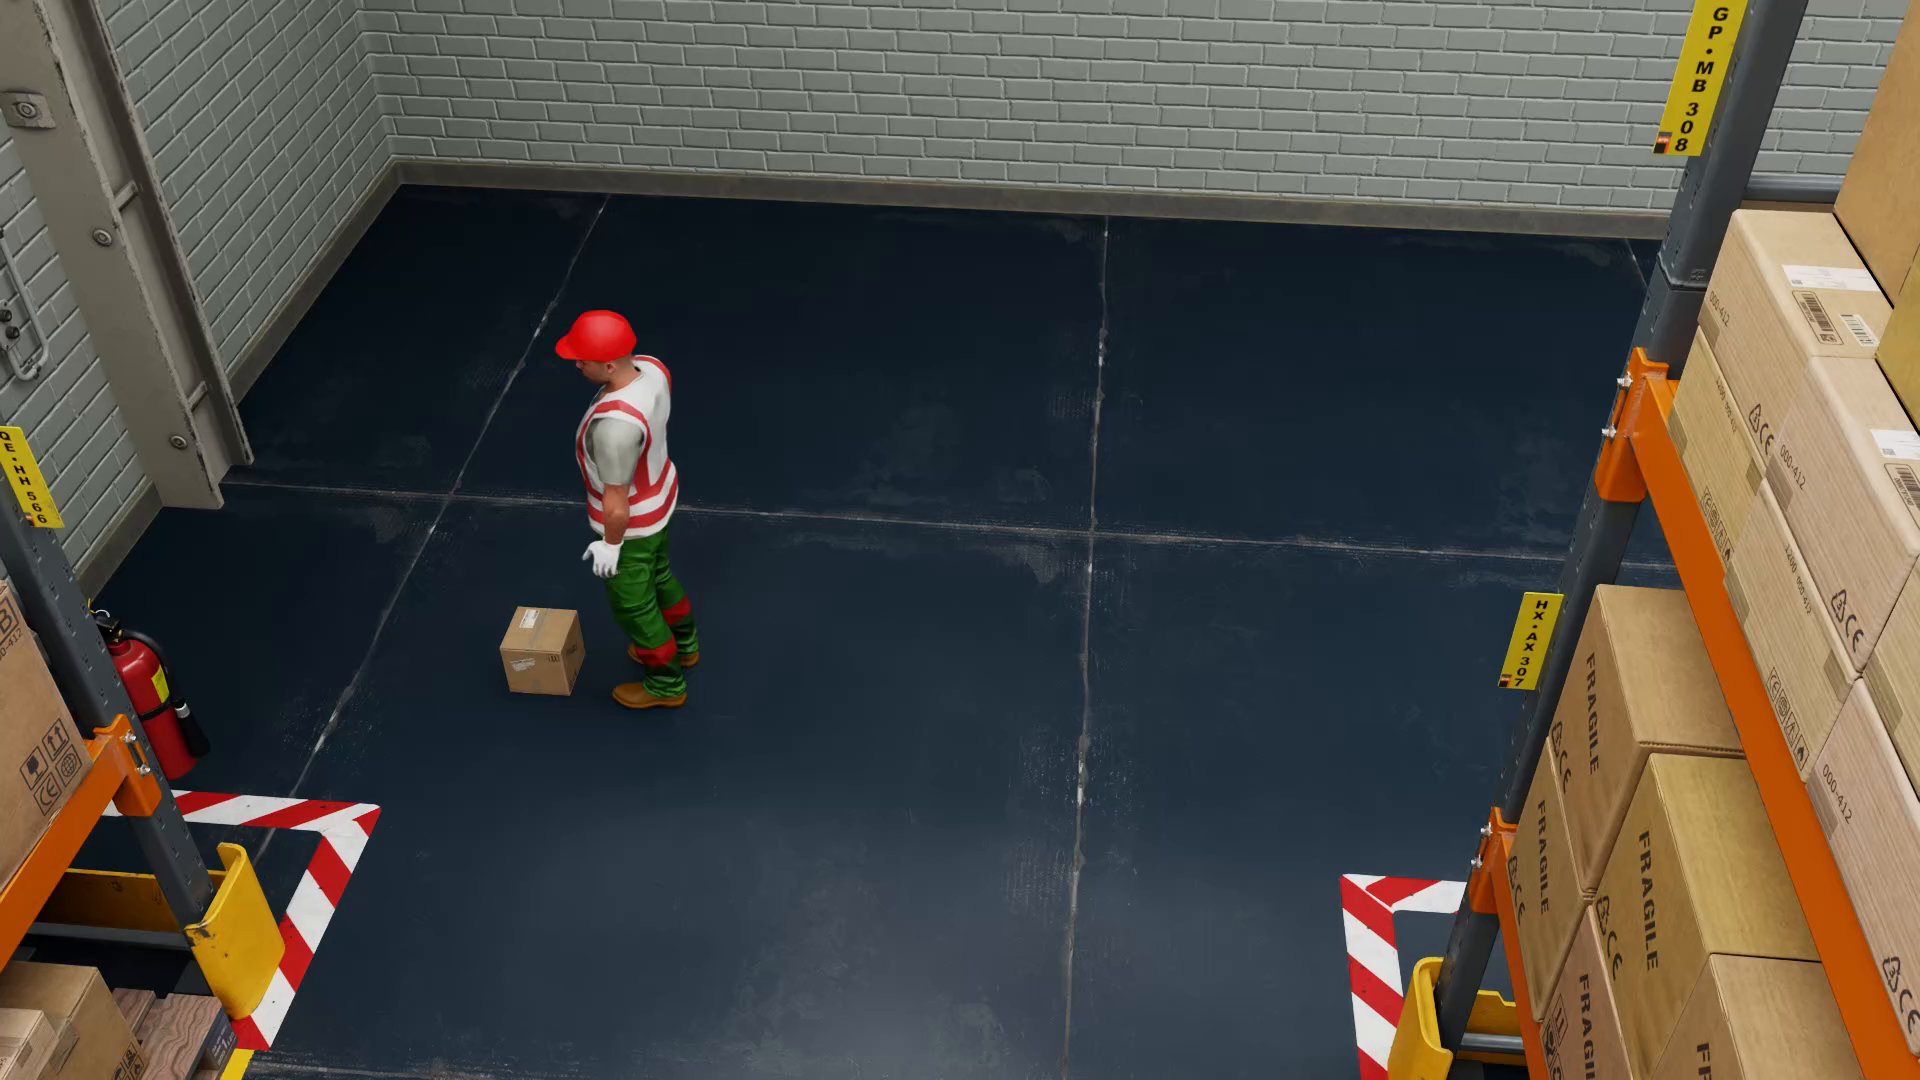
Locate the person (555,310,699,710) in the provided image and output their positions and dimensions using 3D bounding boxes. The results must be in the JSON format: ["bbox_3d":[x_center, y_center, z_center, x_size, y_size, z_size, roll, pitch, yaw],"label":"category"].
[{"bbox_3d":[-1.230,-0.097,6.260,0.347,1.779,0.527,4,40,5],"label":"person"}]
